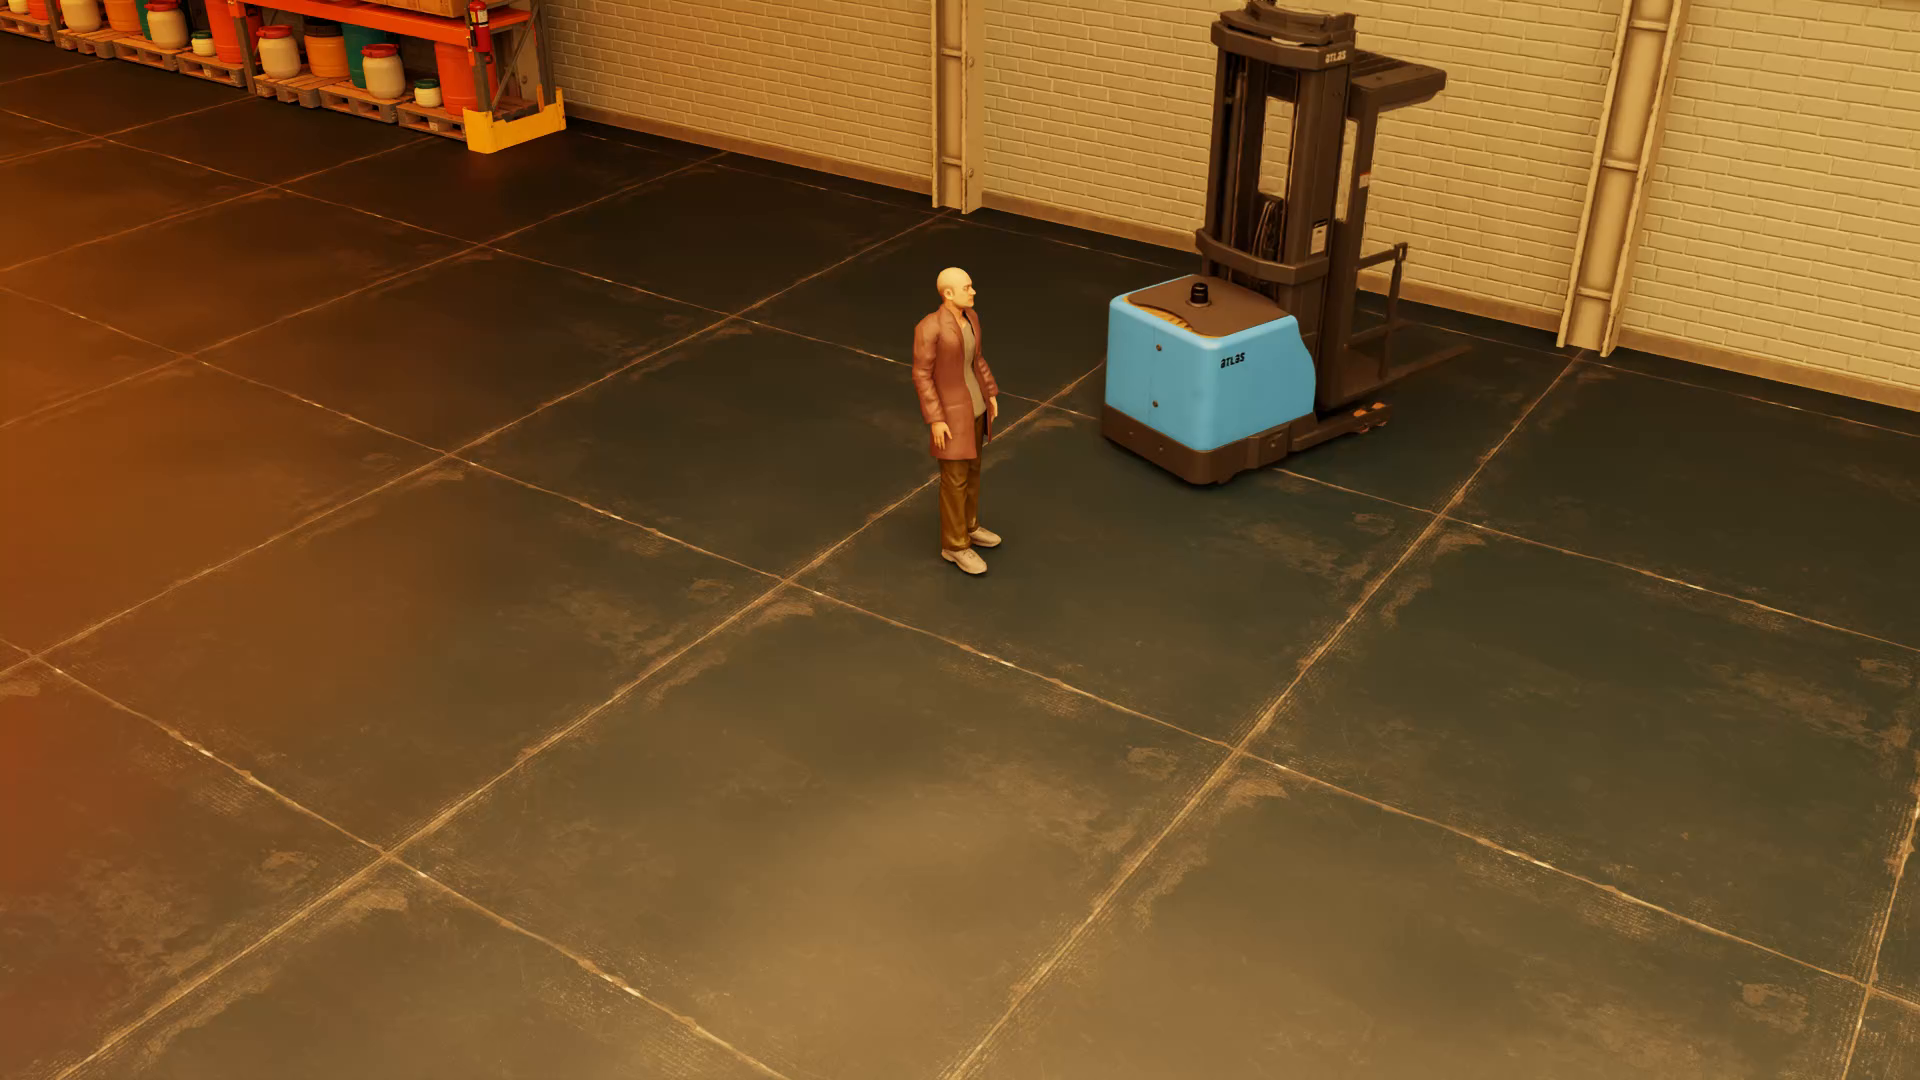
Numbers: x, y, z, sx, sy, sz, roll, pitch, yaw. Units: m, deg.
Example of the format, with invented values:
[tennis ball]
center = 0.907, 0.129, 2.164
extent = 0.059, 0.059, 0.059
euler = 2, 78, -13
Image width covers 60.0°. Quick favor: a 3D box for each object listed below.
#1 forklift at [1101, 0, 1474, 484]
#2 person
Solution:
[forklift]
center = 2.476, -2.215, 11.396
extent = 3.031, 2.935, 1.130
euler = -20, 36, -31
[person]
center = 0.072, -0.747, 10.003
extent = 0.582, 1.776, 0.694
euler = 19, 35, 29
